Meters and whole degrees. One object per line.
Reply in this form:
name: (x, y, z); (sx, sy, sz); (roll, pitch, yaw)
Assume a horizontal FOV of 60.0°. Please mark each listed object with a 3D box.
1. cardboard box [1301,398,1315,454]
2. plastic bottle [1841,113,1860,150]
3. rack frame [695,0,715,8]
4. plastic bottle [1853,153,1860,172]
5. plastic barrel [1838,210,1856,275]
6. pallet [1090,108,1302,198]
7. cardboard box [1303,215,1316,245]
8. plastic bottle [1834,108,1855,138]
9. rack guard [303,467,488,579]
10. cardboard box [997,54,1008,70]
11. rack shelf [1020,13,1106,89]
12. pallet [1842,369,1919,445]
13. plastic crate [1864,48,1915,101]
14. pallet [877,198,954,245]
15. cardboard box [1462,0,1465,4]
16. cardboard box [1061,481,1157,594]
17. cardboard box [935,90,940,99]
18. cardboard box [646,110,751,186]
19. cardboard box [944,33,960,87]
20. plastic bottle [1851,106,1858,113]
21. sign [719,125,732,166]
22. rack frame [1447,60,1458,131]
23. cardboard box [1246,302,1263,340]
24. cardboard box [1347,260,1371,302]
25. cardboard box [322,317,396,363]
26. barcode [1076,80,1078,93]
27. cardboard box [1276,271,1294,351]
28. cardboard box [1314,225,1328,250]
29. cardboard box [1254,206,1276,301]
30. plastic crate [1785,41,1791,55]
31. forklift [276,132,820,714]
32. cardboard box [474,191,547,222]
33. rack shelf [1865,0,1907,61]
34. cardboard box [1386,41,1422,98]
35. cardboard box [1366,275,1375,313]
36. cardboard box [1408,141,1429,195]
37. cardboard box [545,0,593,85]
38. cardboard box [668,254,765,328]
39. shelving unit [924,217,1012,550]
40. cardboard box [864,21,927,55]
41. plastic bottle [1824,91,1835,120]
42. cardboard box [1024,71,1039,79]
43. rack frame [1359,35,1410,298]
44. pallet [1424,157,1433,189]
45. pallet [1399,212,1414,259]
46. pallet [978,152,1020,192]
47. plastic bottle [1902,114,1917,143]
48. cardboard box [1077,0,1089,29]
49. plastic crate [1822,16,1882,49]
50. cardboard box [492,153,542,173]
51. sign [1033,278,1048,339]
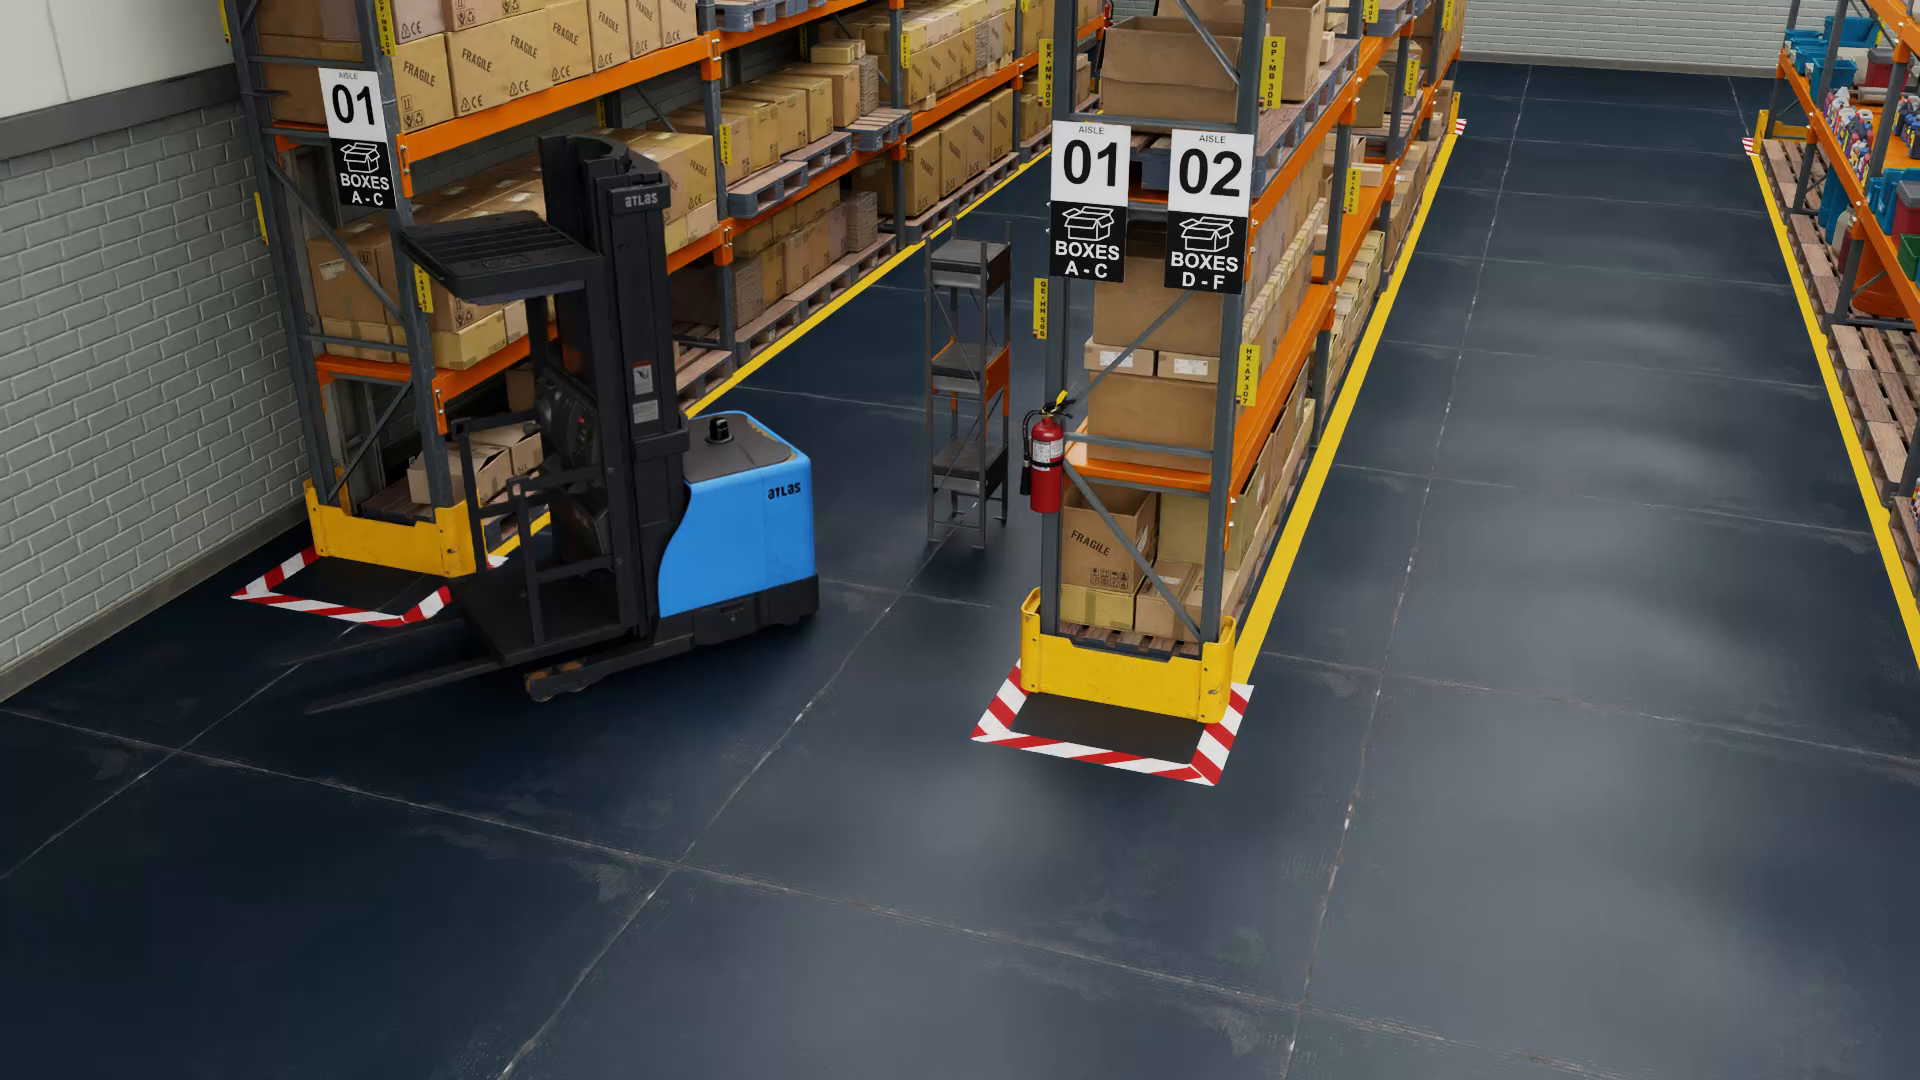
cardboard box: (2.325, -0.869, 12.276); (0.500, 0.250, 0.500); (9, 27, 17)
plastic bottle: (8.585, -3.929, 15.980); (0.144, 0.351, 0.185); (9, 27, 17)
rack frame: (-2.400, -5.557, 12.400); (1.000, 3.000, 0.127); (9, 27, 17)
plastic bottle: (8.236, -3.462, 15.186); (0.097, 0.201, 0.097); (0, 26, 0)
plastic barrel: (8.796, -2.835, 15.948); (0.600, 0.588, 0.708); (9, 27, 17)
pallet: (1.201, -2.093, 8.790); (1.003, 0.211, 1.213); (9, 27, 17)
cardboard box: (2.215, -2.124, 11.337); (0.380, 0.149, 0.250); (8, 27, 16)
plastic bottle: (8.783, -4.136, 16.493); (0.152, 0.276, 0.135); (9, 27, 17)
rack guard: (-3.706, -0.119, 10.922); (1.175, 0.500, 0.348); (9, 27, 17)
cardboard box: (0.355, -5.753, 19.955); (0.380, 0.149, 0.250); (9, 27, 18)
rack shelf: (0.928, -6.642, 22.352); (1.077, 0.370, 4.000); (9, 27, 17)
pallet: (7.572, -0.996, 13.065); (1.003, 0.211, 1.213); (9, 27, 17)
plastic crate: (10.138, -5.094, 18.186); (0.402, 0.464, 0.583); (9, 27, 17)
pallet: (-0.735, -3.558, 18.357); (1.003, 0.211, 1.213); (9, 27, 17)
cardboard box: (6.210, -7.136, 21.283); (0.500, 0.500, 0.500); (10, 27, 19)
cardboard box: (0.840, -0.048, 9.721); (0.500, 0.500, 0.500); (9, 27, 17)
cardboard box: (-0.435, -4.926, 18.248); (0.380, 0.149, 0.250); (9, 27, 19)
cardboard box: (-2.198, -3.304, 14.012); (0.700, 0.500, 0.500); (9, 27, 18)
cardboard box: (-0.316, -5.268, 18.210); (0.500, 0.500, 0.500); (9, 27, 17)
plastic bottle: (9.094, -4.322, 16.963); (0.097, 0.201, 0.097); (0, 26, 0)
sign: (-1.885, -3.171, 13.363); (0.100, 0.325, 0.005); (9, 27, 17)
rack frame: (6.266, -7.071, 22.412); (1.000, 3.000, 0.127); (9, 27, 17)
cardboard box: (1.531, -1.277, 9.587); (0.380, 0.149, 0.250); (8, 27, 17)
cardboard box: (3.324, -2.315, 14.619); (0.500, 0.311, 0.500); (9, 27, 17)
cardboard box: (-3.758, -1.374, 10.796); (0.500, 0.250, 0.500); (9, 27, 18)
barcode: (0.587, -2.301, 8.452); (0.001, 0.075, 0.075); (9, 27, 17)
cardboard box: (1.791, -1.578, 10.952); (0.700, 0.500, 0.500); (9, 27, 18)
cardboard box: (2.761, -2.361, 12.973); (0.380, 0.149, 0.250); (9, 27, 17)
cardboard box: (1.464, -1.761, 9.841); (0.700, 0.500, 0.500); (9, 27, 18)
plastic crate: (10.359, -6.086, 20.611); (0.250, 0.136, 0.298); (9, 27, 17)
forklift: (-2.385, -0.671, 9.272); (3.031, 2.935, 1.130); (-15, 30, -29)
cardboard box: (-2.937, -2.057, 11.346); (0.500, 0.500, 0.500); (8, 27, 16)
rack shelf: (8.939, -4.912, 15.336); (1.077, 0.370, 4.000); (9, 27, 17)
cardboard box: (4.405, -4.926, 17.386); (0.700, 0.500, 0.500); (2, 26, 4)
cardboard box: (3.491, -2.271, 15.172); (0.500, 0.250, 0.500); (8, 27, 17)
cardboard box: (5.041, -4.256, 18.961); (0.500, 0.500, 0.500); (9, 27, 17)
cardboard box: (-2.844, -3.371, 11.190); (0.500, 0.500, 0.500); (10, 28, 21)
cardboard box: (-2.170, -2.234, 14.786); (0.700, 0.500, 0.500); (10, 27, 19)
shelving unit: (0.055, -1.013, 10.933); (0.431, 2.100, 0.503); (9, 27, 17)
cardboard box: (-0.665, -5.187, 17.181); (0.500, 0.250, 0.500); (9, 27, 19)
plastic bottle: (9.036, -4.511, 17.259); (0.061, 0.283, 0.133); (9, 27, 17)
cardboard box: (1.068, -6.121, 22.093); (0.380, 0.149, 0.250); (8, 27, 16)
rack frame: (3.604, -3.783, 15.622); (1.000, 3.000, 0.127); (9, 27, 17)
pallet: (5.164, -4.454, 20.207); (1.003, 0.211, 1.213); (9, 27, 17)
pallet: (4.296, -3.329, 17.884); (1.003, 0.211, 1.213); (9, 27, 17)
pallet: (0.077, -4.561, 20.428); (1.003, 0.211, 1.213); (9, 27, 17)
plastic bottle: (9.321, -4.038, 16.296); (0.097, 0.271, 0.097); (0, 26, 0)
cardboard box: (1.202, -7.411, 22.771); (0.980, 0.700, 0.700); (9, 27, 17)
plastic crate: (11.001, -6.229, 20.564); (0.616, 0.435, 0.499); (9, 27, 17)
cardboard box: (-3.100, -2.557, 12.377); (0.500, 0.500, 0.500); (10, 27, 19)
sign: (0.435, -1.208, 8.702); (0.100, 0.325, 0.005); (9, 27, 17)
